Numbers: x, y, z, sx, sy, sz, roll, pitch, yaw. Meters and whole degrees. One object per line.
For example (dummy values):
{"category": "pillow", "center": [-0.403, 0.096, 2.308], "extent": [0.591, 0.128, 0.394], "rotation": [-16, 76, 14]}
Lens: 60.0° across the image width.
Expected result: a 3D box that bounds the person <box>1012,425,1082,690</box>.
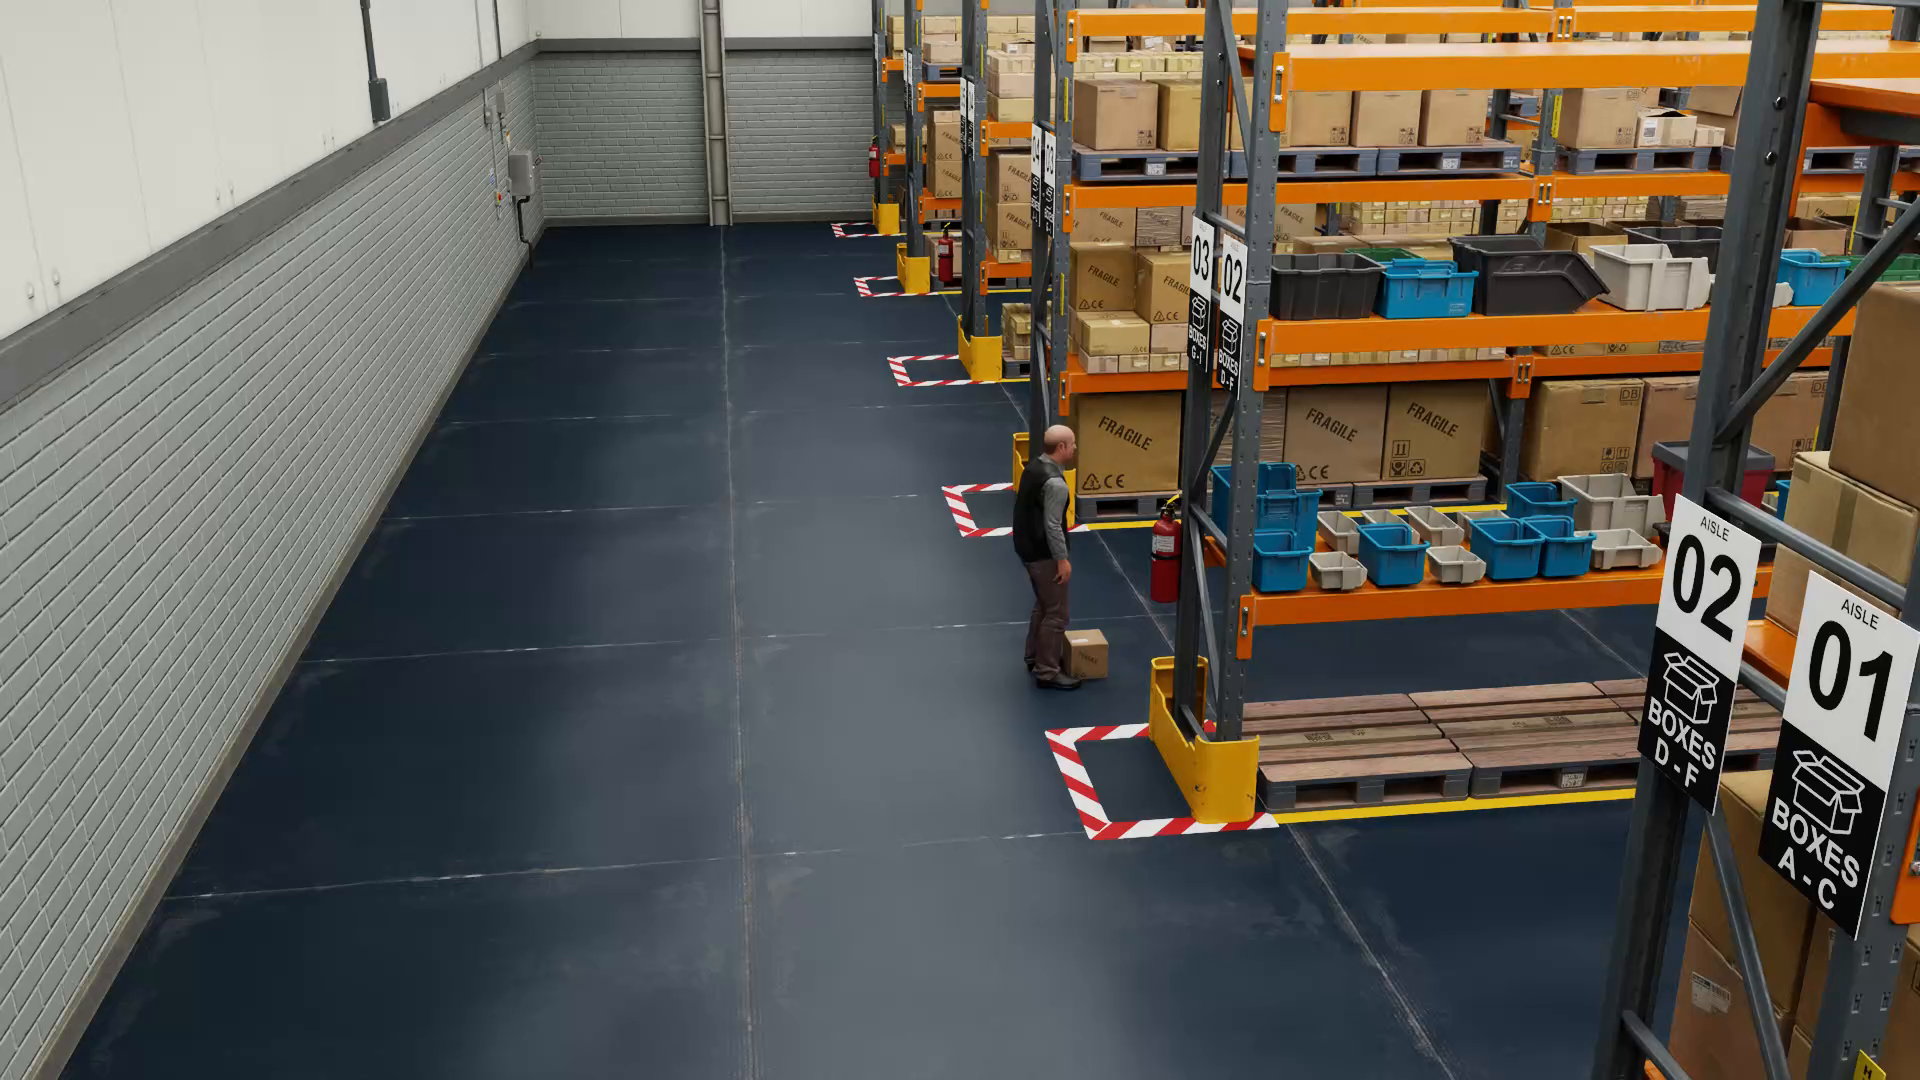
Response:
{"category": "person", "center": [0.558, 0.091, 10.858], "extent": [0.421, 1.720, 0.589], "rotation": [-4, 20, -11]}
